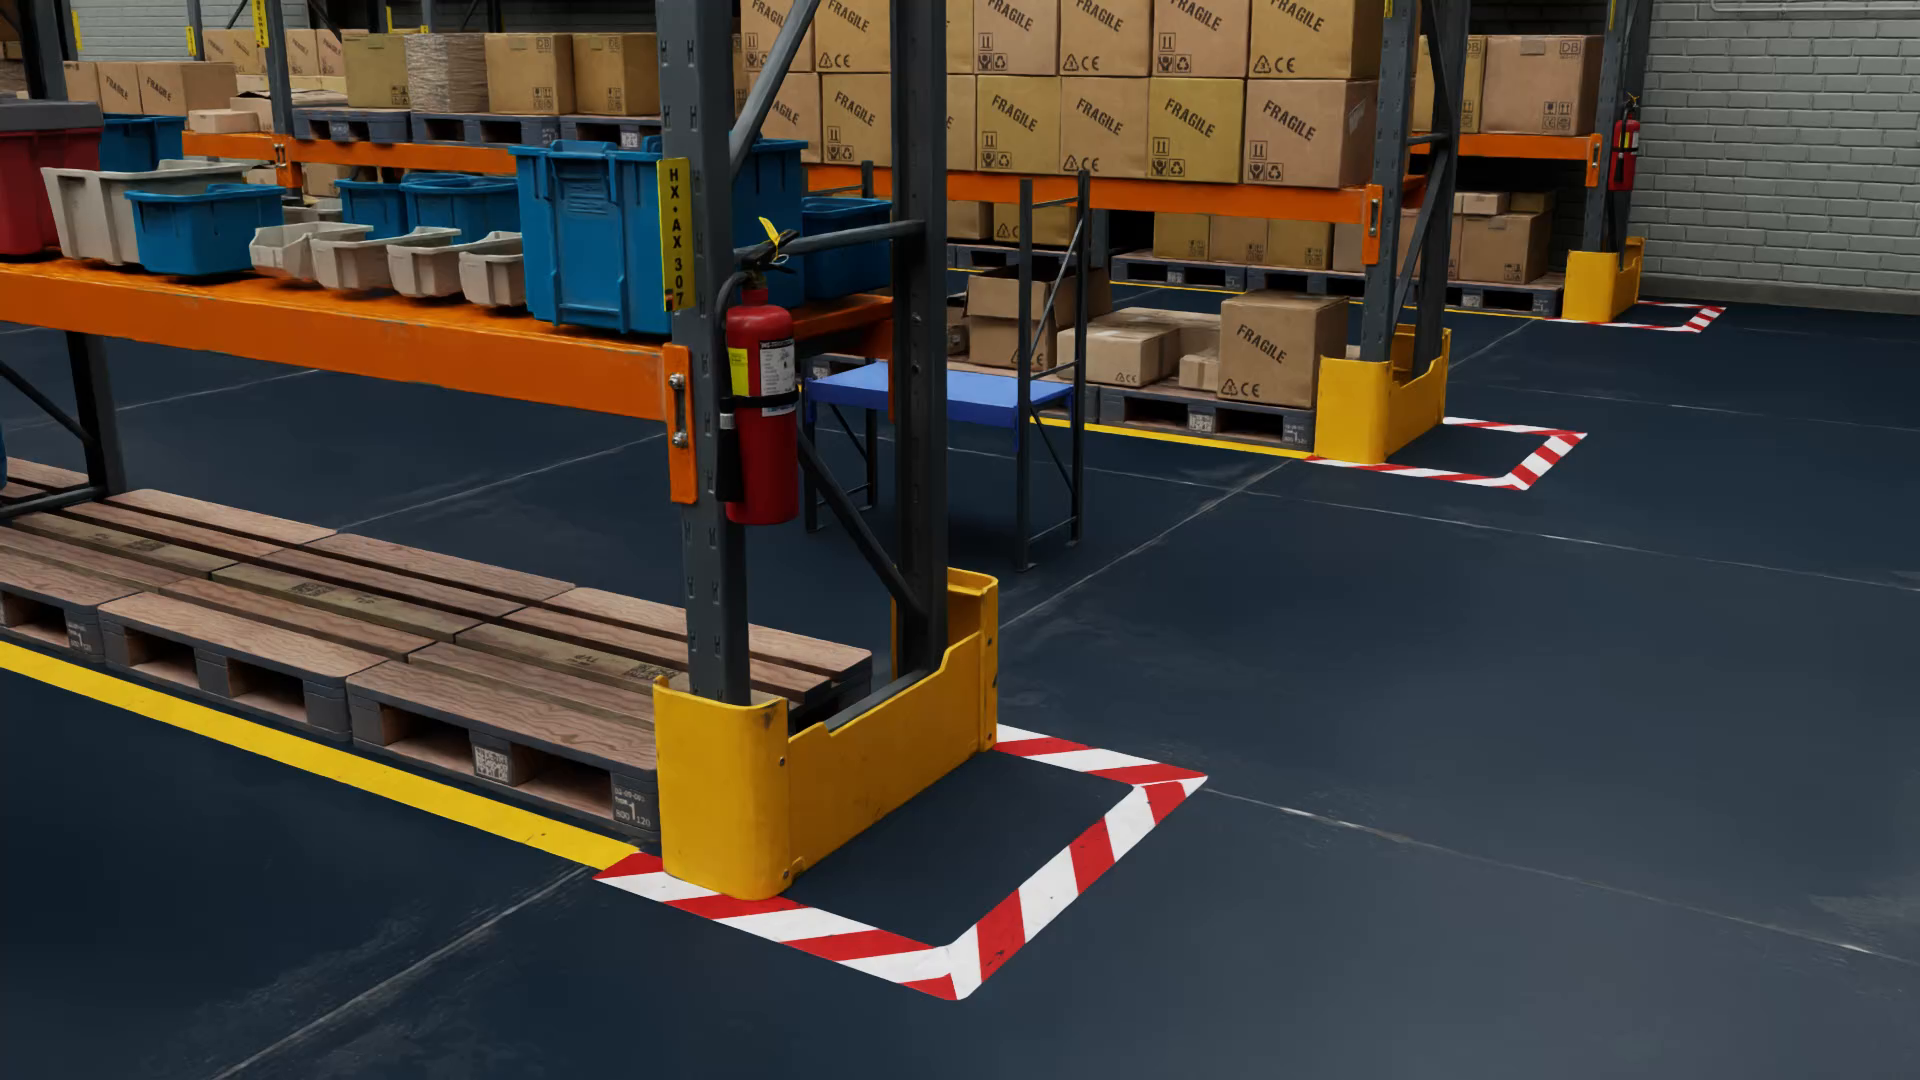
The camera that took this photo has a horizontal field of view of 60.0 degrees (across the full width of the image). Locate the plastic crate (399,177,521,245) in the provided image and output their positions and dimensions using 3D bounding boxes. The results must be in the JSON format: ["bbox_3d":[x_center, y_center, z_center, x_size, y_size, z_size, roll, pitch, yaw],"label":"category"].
[{"bbox_3d":[-1.506,-0.996,5.184,0.300,0.233,0.416,10,20,30],"label":"plastic crate"}]

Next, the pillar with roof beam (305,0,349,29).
[{"bbox_3d":[-9.999,-7.527,16.179,0.400,9.000,9.100,10,20,30],"label":"pillar with roof beam"}]

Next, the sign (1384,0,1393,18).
[{"bbox_3d":[1.942,-2.525,7.497,0.005,0.325,0.100,10,20,30],"label":"sign"}]

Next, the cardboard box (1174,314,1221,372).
[{"bbox_3d":[1.509,-1.078,9.243,0.500,0.250,0.500,10,20,30],"label":"cardboard box"}]

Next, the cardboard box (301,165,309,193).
[{"bbox_3d":[-7.766,-4.325,19.828,0.500,0.311,0.500,12,21,35],"label":"cardboard box"}]

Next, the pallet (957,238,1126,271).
[{"bbox_3d":[0.734,-2.555,14.928,1.213,0.211,1.003,10,20,30],"label":"pallet"}]

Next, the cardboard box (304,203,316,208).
[{"bbox_3d":[-4.860,-2.477,12.919,0.500,0.311,0.500,11,20,32],"label":"cardboard box"}]

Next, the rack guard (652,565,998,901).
[{"bbox_3d":[-0.318,0.468,4.479,0.348,0.500,1.175,10,20,30],"label":"rack guard"}]

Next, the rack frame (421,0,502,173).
[{"bbox_3d":[-5.386,-5.007,18.204,0.127,3.000,1.000,10,20,30],"label":"rack frame"}]

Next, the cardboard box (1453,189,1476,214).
[{"bbox_3d":[3.767,-2.592,12.715,0.250,0.149,0.380,11,20,32],"label":"cardboard box"}]

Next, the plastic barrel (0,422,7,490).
[{"bbox_3d":[-4.209,-0.620,6.650,0.708,0.901,0.600,10,20,30],"label":"plastic barrel"}]

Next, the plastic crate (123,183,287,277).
[{"bbox_3d":[-2.230,-0.926,4.952,0.300,0.233,0.416,10,20,30],"label":"plastic crate"}]

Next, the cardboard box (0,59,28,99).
[{"bbox_3d":[-8.357,-3.893,14.365,0.500,0.500,0.700,10,19,29],"label":"cardboard box"}]

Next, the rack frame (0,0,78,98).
[{"bbox_3d":[-7.976,-3.780,14.163,0.127,3.000,1.000,10,20,30],"label":"rack frame"}]

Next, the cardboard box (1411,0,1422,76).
[{"bbox_3d":[2.010,-2.613,8.431,0.500,0.500,0.500,11,20,32],"label":"cardboard box"}]

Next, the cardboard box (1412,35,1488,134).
[{"bbox_3d":[3.774,-3.508,12.753,0.700,0.700,0.980,10,20,30],"label":"cardboard box"}]

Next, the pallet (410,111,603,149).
[{"bbox_3d":[-2.907,-2.785,11.218,1.213,0.211,1.003,10,20,30],"label":"pallet"}]

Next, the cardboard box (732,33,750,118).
[{"bbox_3d":[-1.445,-2.939,10.501,0.500,0.500,0.700,4,17,12],"label":"cardboard box"}]

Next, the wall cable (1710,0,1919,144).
[{"bbox_3d":[6.425,-3.707,12.177,1.851,1.984,0.084,10,20,30],"label":"wall cable"}]

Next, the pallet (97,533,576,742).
[{"bbox_3d":[-2.063,0.285,5.579,1.213,0.211,1.003,10,20,30],"label":"pallet"}]

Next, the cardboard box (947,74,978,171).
[{"bbox_3d":[-0.004,-2.312,9.159,0.500,0.500,0.500,10,20,30],"label":"cardboard box"}]

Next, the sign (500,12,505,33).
[{"bbox_3d":[-5.099,-5.699,18.490,0.005,0.325,0.100,10,20,30],"label":"sign"}]

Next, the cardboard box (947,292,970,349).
[{"bbox_3d":[0.115,-1.356,10.054,0.500,0.311,0.500,10,20,30],"label":"cardboard box"}]

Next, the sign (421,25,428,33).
[{"bbox_3d":[-5.664,-5.286,17.631,0.005,0.325,0.100,10,20,30],"label":"sign"}]

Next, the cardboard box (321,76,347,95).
[{"bbox_3d":[-6.805,-5.092,18.708,0.500,0.250,0.500,10,20,30],"label":"cardboard box"}]

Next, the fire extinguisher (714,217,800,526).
[{"bbox_3d":[-0.455,-0.377,3.736,0.183,0.674,0.296,10,20,30],"label":"fire extinguisher"}]

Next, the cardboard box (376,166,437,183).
[{"bbox_3d":[-6.292,-4.169,18.990,0.500,0.500,0.500,8,19,26],"label":"cardboard box"}]

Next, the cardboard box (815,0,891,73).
[{"bbox_3d":[-0.464,-2.869,9.274,0.500,0.500,0.500,9,19,28],"label":"cardboard box"}]

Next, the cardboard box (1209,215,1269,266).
[{"bbox_3d":[2.441,-2.579,13.788,0.500,0.500,0.700,10,20,30],"label":"cardboard box"}]

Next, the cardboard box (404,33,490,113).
[{"bbox_3d":[-3.292,-3.166,11.247,0.500,0.500,0.700,15,22,40],"label":"cardboard box"}]

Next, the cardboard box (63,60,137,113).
[{"bbox_3d":[-6.881,-3.626,13.487,0.500,0.500,0.500,12,21,34],"label":"cardboard box"}]

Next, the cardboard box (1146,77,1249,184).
[{"bbox_3d":[1.282,-2.081,8.399,0.500,0.500,0.500,10,20,31],"label":"cardboard box"}]

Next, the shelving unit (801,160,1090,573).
[{"bbox_3d":[-0.073,-0.731,6.706,1.048,1.500,0.538,10,20,30],"label":"shelving unit"}]

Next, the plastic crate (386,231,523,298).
[{"bbox_3d":[-1.375,-0.757,4.564,0.243,0.136,0.396,10,20,30],"label":"plastic crate"}]

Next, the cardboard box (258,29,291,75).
[{"bbox_3d":[-7.692,-5.607,19.113,0.500,0.500,0.500,9,19,28],"label":"cardboard box"}]

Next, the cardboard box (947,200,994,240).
[{"bbox_3d":[0.050,-3.164,15.111,0.750,0.750,0.750,11,20,32],"label":"cardboard box"}]

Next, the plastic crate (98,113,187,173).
[{"bbox_3d":[-3.178,-1.371,6.158,0.575,0.384,0.392,10,20,30],"label":"plastic crate"}]

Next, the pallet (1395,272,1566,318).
[{"bbox_3d":[4.117,-1.950,12.936,1.213,0.211,1.003,10,20,30],"label":"pallet"}]

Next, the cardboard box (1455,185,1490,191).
[{"bbox_3d":[3.970,-2.686,13.025,0.250,0.149,0.380,10,20,30],"label":"cardboard box"}]

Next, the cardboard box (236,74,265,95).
[{"bbox_3d":[-8.095,-5.325,19.474,0.500,0.250,0.500,9,19,28],"label":"cardboard box"}]

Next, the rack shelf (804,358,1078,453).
[{"bbox_3d":[-0.073,-0.558,6.758,1.000,0.185,0.538,10,20,30],"label":"rack shelf"}]

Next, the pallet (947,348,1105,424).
[{"bbox_3d":[0.470,-0.938,9.607,1.213,0.211,1.003,10,20,30],"label":"pallet"}]

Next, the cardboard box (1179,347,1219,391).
[{"bbox_3d":[1.360,-0.915,8.849,0.250,0.166,0.380,10,20,30],"label":"cardboard box"}]

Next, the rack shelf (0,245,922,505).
[{"bbox_3d":[-2.050,-0.688,5.223,4.000,0.370,1.077,10,20,30],"label":"rack shelf"}]

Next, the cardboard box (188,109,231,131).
[{"bbox_3d":[-5.683,-3.231,12.789,0.250,0.149,0.380,12,21,34],"label":"cardboard box"}]

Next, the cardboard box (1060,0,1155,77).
[{"bbox_3d":[0.852,-2.634,8.501,0.500,0.500,0.500,11,20,32],"label":"cardboard box"}]

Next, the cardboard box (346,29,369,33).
[{"bbox_3d":[-6.379,-5.373,18.343,0.500,0.500,0.500,10,20,30],"label":"cardboard box"}]

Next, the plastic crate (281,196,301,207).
[{"bbox_3d":[-2.660,-1.130,5.810,0.590,0.125,0.437,10,20,30],"label":"plastic crate"}]

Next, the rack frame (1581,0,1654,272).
[{"bbox_3d":[4.839,-3.182,12.195,0.127,3.000,1.000,10,20,30],"label":"rack frame"}]

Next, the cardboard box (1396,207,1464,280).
[{"bbox_3d":[3.764,-2.344,13.016,0.500,0.500,0.700,10,20,30],"label":"cardboard box"}]

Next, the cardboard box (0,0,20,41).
[{"bbox_3d":[-8.357,-4.514,14.177,0.500,0.500,0.700,10,20,30],"label":"cardboard box"}]

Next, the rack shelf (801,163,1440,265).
[{"bbox_3d":[0.546,-1.914,9.260,4.000,0.370,1.077,10,20,30],"label":"rack shelf"}]
